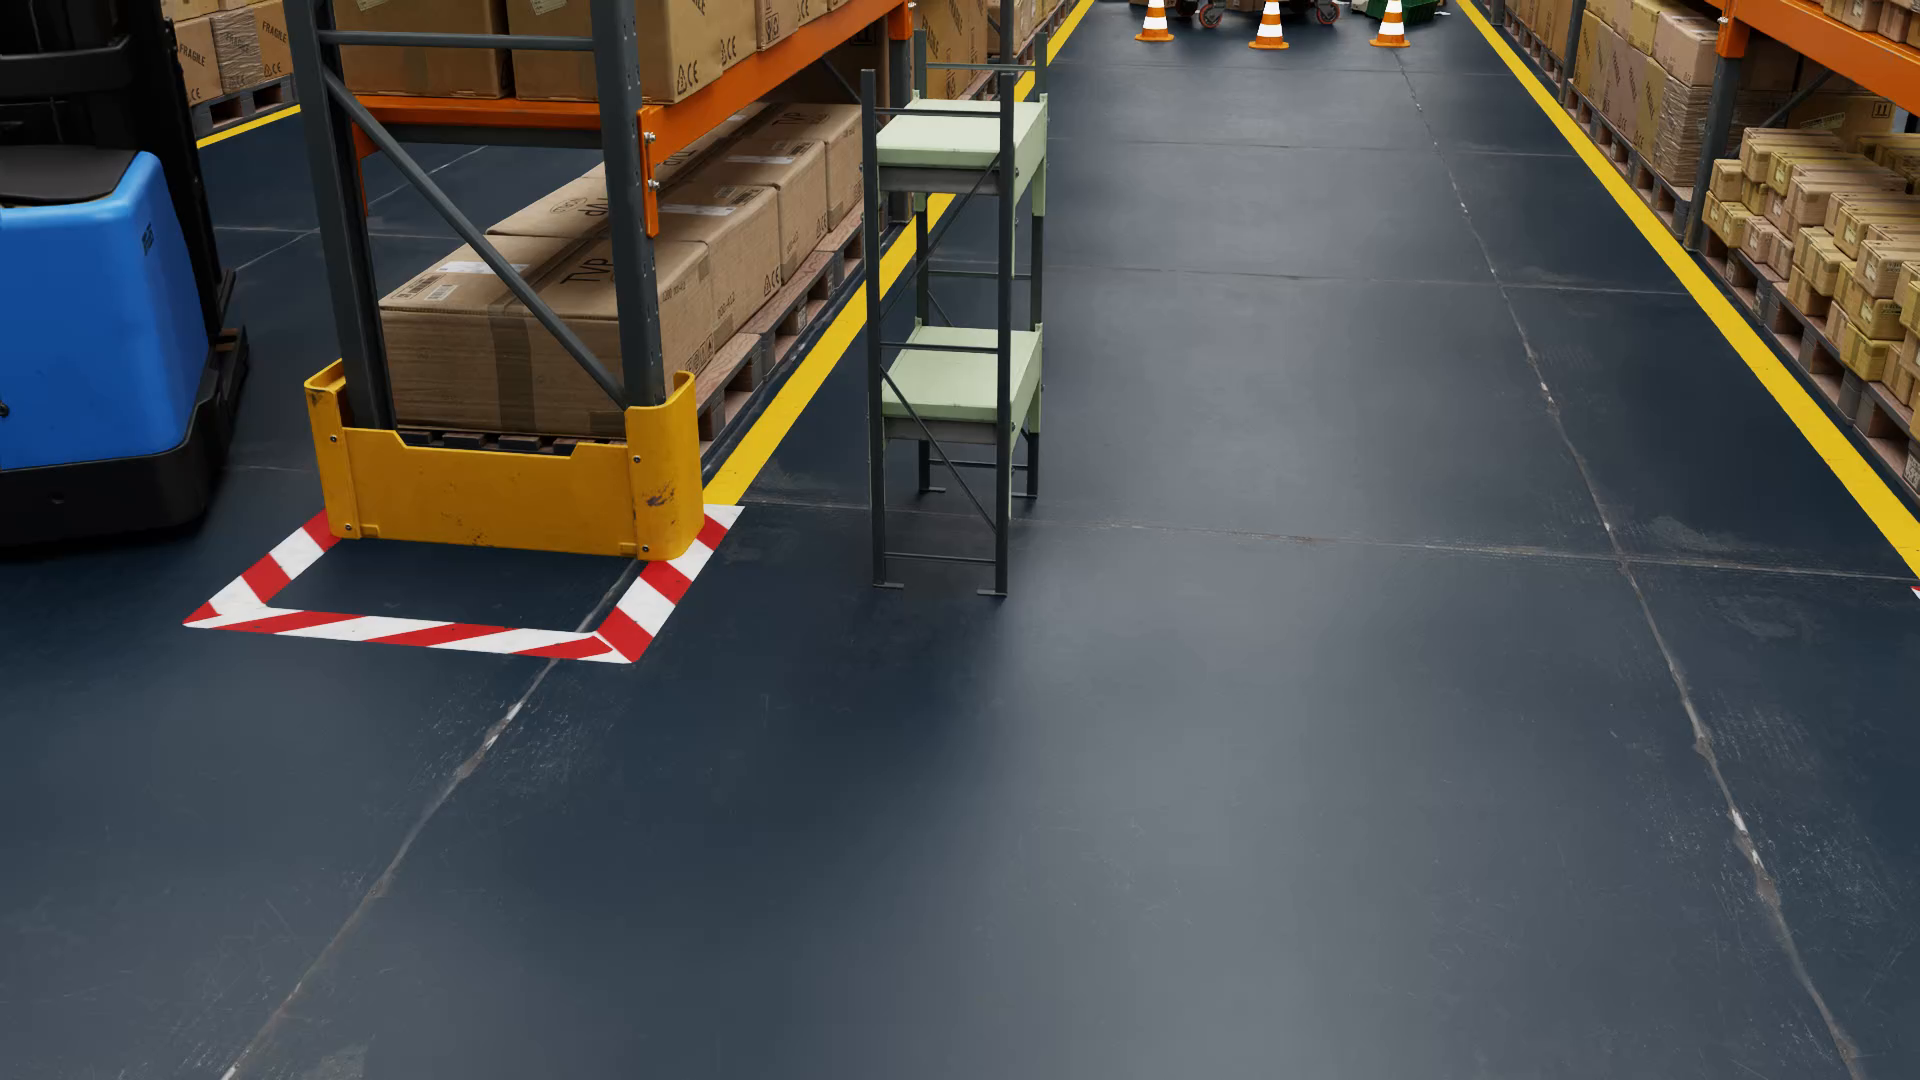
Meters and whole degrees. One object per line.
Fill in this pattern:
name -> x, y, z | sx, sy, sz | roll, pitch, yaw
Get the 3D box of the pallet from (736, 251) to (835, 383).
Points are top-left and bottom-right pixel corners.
pallet -> -1.158, -0.996, 7.130 | 1.003, 0.211, 1.213 | 4, 25, 9

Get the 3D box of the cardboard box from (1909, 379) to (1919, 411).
cardboard box -> 3.437, -0.463, 5.568 | 0.380, 0.149, 0.250 | 4, 25, 8

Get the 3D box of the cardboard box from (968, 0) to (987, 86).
cardboard box -> -0.301, -3.701, 11.630 | 0.875, 0.875, 0.875 | 4, 25, 8

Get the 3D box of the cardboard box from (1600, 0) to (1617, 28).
cardboard box -> 4.360, -3.370, 10.480 | 0.500, 0.250, 0.500 | 4, 25, 8

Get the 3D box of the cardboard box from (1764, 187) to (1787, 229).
cardboard box -> 3.808, -1.471, 7.371 | 0.380, 0.149, 0.250 | 4, 25, 8

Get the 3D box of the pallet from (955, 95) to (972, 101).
pallet -> -0.511, -2.660, 10.685 | 1.003, 0.211, 1.213 | 4, 25, 9

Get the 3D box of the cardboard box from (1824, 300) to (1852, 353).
cardboard box -> 3.509, -0.791, 6.269 | 0.380, 0.149, 0.250 | 5, 25, 10

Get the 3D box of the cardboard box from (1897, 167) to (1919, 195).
cardboard box -> 4.183, -1.467, 7.012 | 0.380, 0.149, 0.250 | 5, 26, 10

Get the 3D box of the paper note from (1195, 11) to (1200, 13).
paper note -> 2.318, -5.188, 16.298 | 0.148, 0.019, 0.142 | 4, 25, 9

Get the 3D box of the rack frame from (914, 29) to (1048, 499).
rack frame -> 0.061, -0.835, 5.265 | 0.400, 1.500, 0.023 | 4, 25, 9

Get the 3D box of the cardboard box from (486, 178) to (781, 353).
cardboard box -> -1.263, -1.107, 6.603 | 0.875, 0.438, 0.875 | 5, 25, 10

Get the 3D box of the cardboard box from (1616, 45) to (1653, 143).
cardboard box -> 4.185, -2.597, 9.713 | 0.500, 0.500, 0.500 | 3, 25, 7

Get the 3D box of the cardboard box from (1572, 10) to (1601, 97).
cardboard box -> 4.427, -3.236, 11.078 | 0.500, 0.500, 0.500 | 3, 25, 6

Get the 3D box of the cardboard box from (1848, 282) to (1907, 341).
cardboard box -> 3.446, -0.819, 5.978 | 0.380, 0.149, 0.250 | 4, 25, 9

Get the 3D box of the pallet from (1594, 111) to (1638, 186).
pallet -> 4.463, -2.357, 10.038 | 1.003, 0.211, 1.213 | 4, 25, 9

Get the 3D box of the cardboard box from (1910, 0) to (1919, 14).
cardboard box -> 3.469, -1.924, 5.352 | 0.500, 0.500, 0.500 | 4, 25, 9

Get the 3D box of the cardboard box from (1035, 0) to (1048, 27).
cardboard box -> 0.238, -4.618, 14.182 | 0.950, 0.372, 0.625 | 5, 26, 10

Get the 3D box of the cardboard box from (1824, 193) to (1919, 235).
cardboard box -> 3.678, -1.270, 6.591 | 0.380, 0.149, 0.250 | 3, 25, 6

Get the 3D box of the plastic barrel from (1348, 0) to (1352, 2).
plastic barrel -> 4.120, -5.543, 16.592 | 0.421, 0.421, 0.512 | -20, 32, -36

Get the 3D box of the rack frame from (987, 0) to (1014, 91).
rack frame -> -0.106, -4.757, 11.874 | 1.000, 3.000, 0.127 | 4, 25, 9

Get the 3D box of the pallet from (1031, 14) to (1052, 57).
pallet -> 0.225, -4.329, 14.250 | 1.003, 0.211, 1.213 | 4, 25, 9

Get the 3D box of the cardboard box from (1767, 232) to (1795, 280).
cardboard box -> 3.739, -1.223, 7.193 | 0.380, 0.149, 0.250 | 4, 25, 7

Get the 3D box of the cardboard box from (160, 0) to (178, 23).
cardboard box -> -5.227, -3.356, 10.570 | 0.380, 0.149, 0.250 | 4, 25, 8

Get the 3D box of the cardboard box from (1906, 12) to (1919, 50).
cardboard box -> 3.586, -1.797, 5.847 | 0.380, 0.149, 0.250 | 4, 25, 9

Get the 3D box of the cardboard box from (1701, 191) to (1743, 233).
cardboard box -> 3.764, -1.552, 7.895 | 0.380, 0.149, 0.250 | 3, 25, 6

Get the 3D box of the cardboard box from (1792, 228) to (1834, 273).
cardboard box -> 3.589, -1.144, 6.671 | 0.380, 0.149, 0.250 | 4, 25, 8

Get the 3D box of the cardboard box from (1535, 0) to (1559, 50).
cardboard box -> 5.122, -4.242, 12.932 | 1.050, 0.750, 0.750 | 4, 25, 9

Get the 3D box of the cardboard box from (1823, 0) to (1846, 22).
cardboard box -> 3.655, -2.131, 6.560 | 0.380, 0.149, 0.250 | 4, 25, 9

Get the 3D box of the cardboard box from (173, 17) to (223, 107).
cardboard box -> -5.193, -3.103, 10.793 | 0.500, 0.500, 0.500 | 3, 25, 7

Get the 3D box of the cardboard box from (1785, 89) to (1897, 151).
cardboard box -> 4.523, -2.132, 8.719 | 0.500, 0.500, 0.500 | 5, 26, 11

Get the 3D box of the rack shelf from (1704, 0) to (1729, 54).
rack shelf -> 4.467, -3.294, 9.597 | 1.077, 0.370, 4.000 | 4, 25, 9

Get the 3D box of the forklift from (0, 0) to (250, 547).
forklift -> -3.333, -1.857, 5.759 | 1.130, 2.935, 3.031 | -8, 26, -16

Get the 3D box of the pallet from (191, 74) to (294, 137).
pallet -> -5.364, -3.018, 11.448 | 1.003, 0.211, 1.213 | 4, 25, 9

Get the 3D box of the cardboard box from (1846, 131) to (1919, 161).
cardboard box -> 4.339, -1.785, 7.690 | 0.380, 0.149, 0.250 | 5, 25, 10

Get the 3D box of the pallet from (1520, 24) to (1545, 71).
pallet -> 5.199, -4.026, 13.603 | 1.003, 0.211, 1.213 | 4, 25, 9

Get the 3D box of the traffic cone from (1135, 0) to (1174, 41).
traffic cone -> 1.726, -4.665, 14.670 | 0.336, 0.463, 0.334 | 4, 25, 9

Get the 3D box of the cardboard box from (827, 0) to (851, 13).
cardboard box -> -0.730, -2.490, 6.914 | 0.500, 0.500, 0.500 | 4, 25, 8

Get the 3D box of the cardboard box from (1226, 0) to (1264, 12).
cardboard box -> 2.798, -5.383, 16.438 | 0.258, 0.266, 0.396 | -14, 29, -27

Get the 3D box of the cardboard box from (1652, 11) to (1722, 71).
cardboard box -> 4.110, -2.724, 9.099 | 0.500, 0.250, 0.500 | 5, 26, 11

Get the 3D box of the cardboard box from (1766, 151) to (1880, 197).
cardboard box -> 3.783, -1.601, 7.299 | 0.380, 0.149, 0.250 | 4, 25, 8

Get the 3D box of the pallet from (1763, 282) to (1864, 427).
pallet -> 3.868, -0.725, 6.550 | 1.003, 0.211, 1.213 | 4, 25, 9

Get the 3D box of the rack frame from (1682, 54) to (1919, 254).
rack frame -> 4.140, -2.783, 7.657 | 1.000, 3.000, 0.127 | 4, 25, 9

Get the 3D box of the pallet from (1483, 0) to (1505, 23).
pallet -> 5.649, -5.179, 16.064 | 1.003, 0.211, 1.213 | 4, 25, 9

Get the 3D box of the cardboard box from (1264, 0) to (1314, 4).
cardboard box -> 3.267, -5.732, 16.741 | 0.797, 0.637, 0.503 | 4, 25, 9

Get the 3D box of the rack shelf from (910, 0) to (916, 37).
rack shelf -> -0.433, -3.594, 10.239 | 1.077, 0.370, 4.000 | 4, 25, 9

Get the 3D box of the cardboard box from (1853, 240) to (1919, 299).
cardboard box -> 3.432, -0.956, 5.919 | 0.380, 0.149, 0.250 | 5, 26, 10

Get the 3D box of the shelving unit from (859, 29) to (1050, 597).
shelving unit -> 0.001, -0.682, 4.938 | 0.431, 1.500, 0.755 | 4, 25, 9

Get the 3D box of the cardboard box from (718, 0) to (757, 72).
cardboard box -> -0.996, -1.850, 5.547 | 0.500, 0.500, 0.500 | 4, 25, 8

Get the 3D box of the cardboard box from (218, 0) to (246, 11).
cardboard box -> -5.079, -3.674, 11.249 | 0.380, 0.149, 0.250 | 3, 25, 6

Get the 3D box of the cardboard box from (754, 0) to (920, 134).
cardboard box -> -0.737, -2.576, 9.227 | 0.875, 0.875, 0.875 | 5, 26, 10
